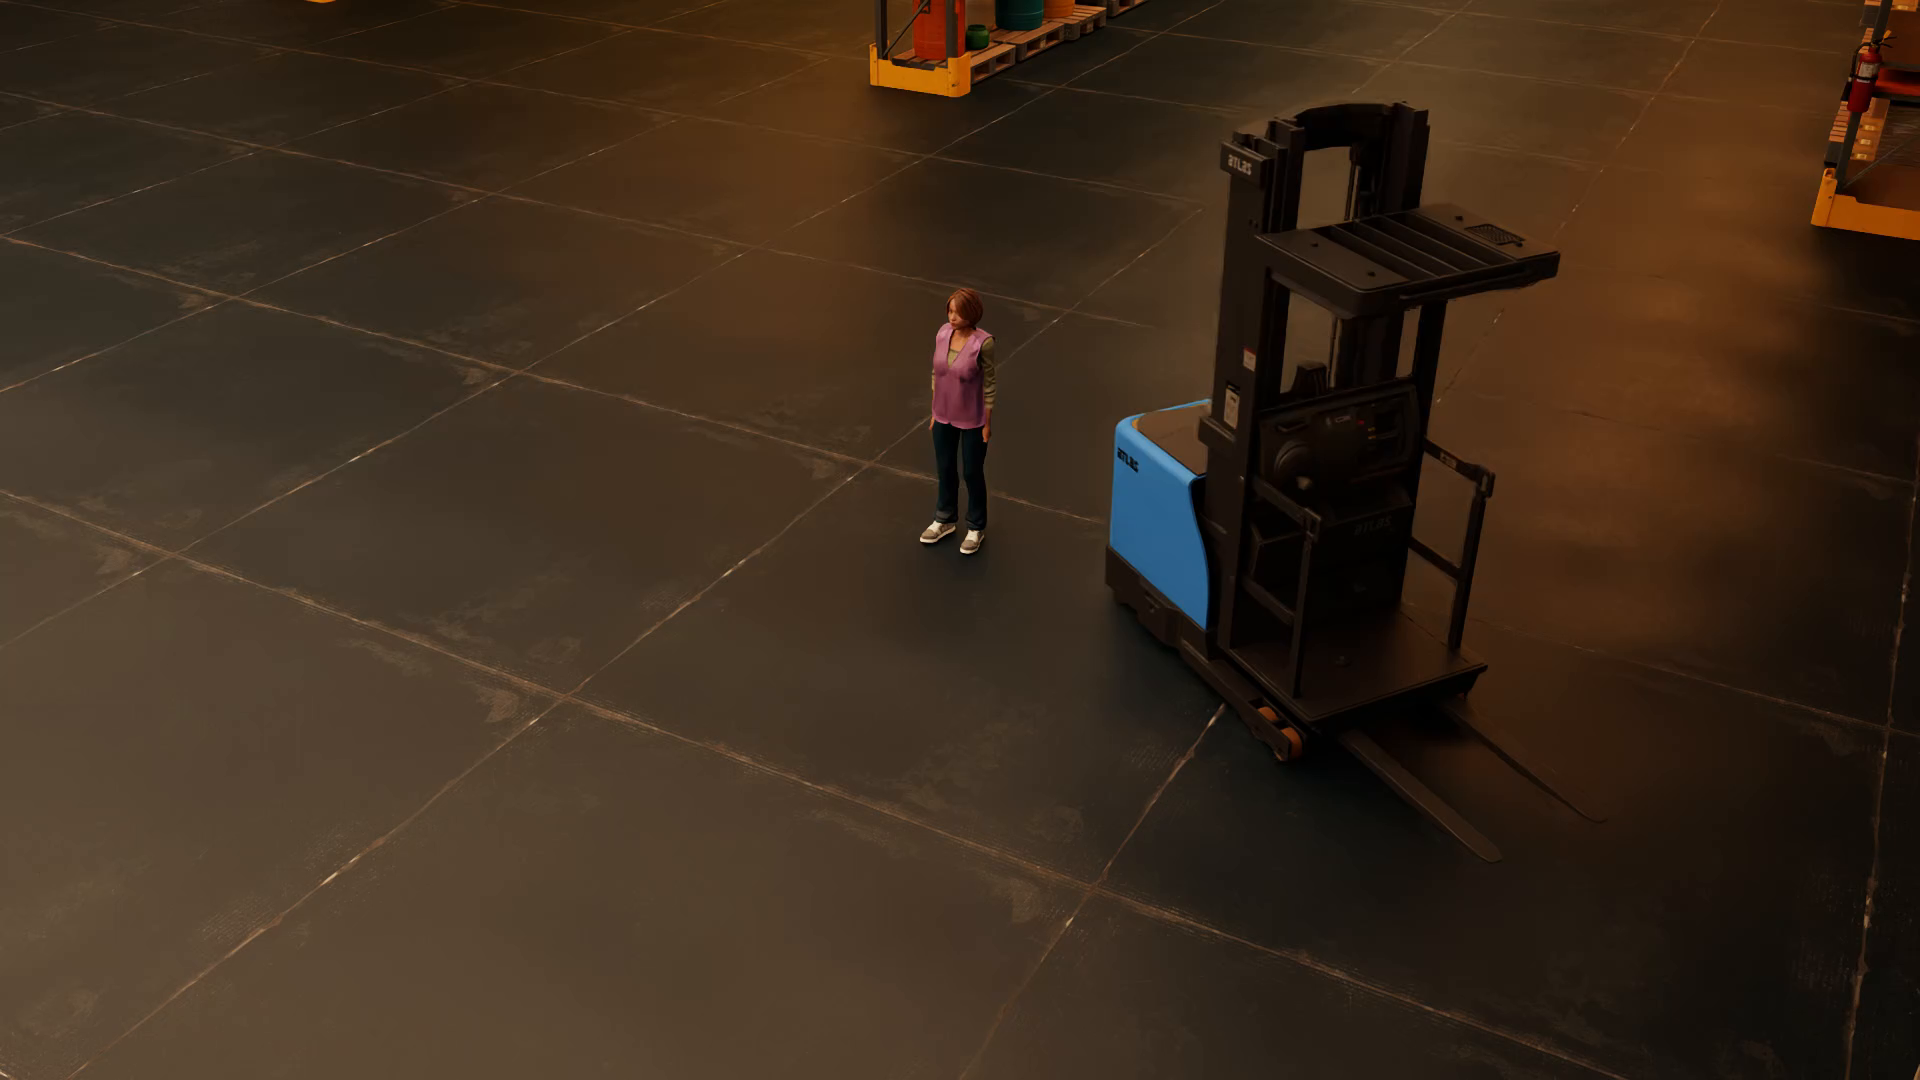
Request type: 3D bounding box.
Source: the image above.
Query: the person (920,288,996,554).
[{"bbox_3d":[0.002,-0.691,9.602,0.409,1.602,0.327,15,33,25],"label":"person"}]

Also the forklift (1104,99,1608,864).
[{"bbox_3d":[1.922,-0.439,7.832,1.130,2.935,3.031,-14,33,-22],"label":"forklift"}]
